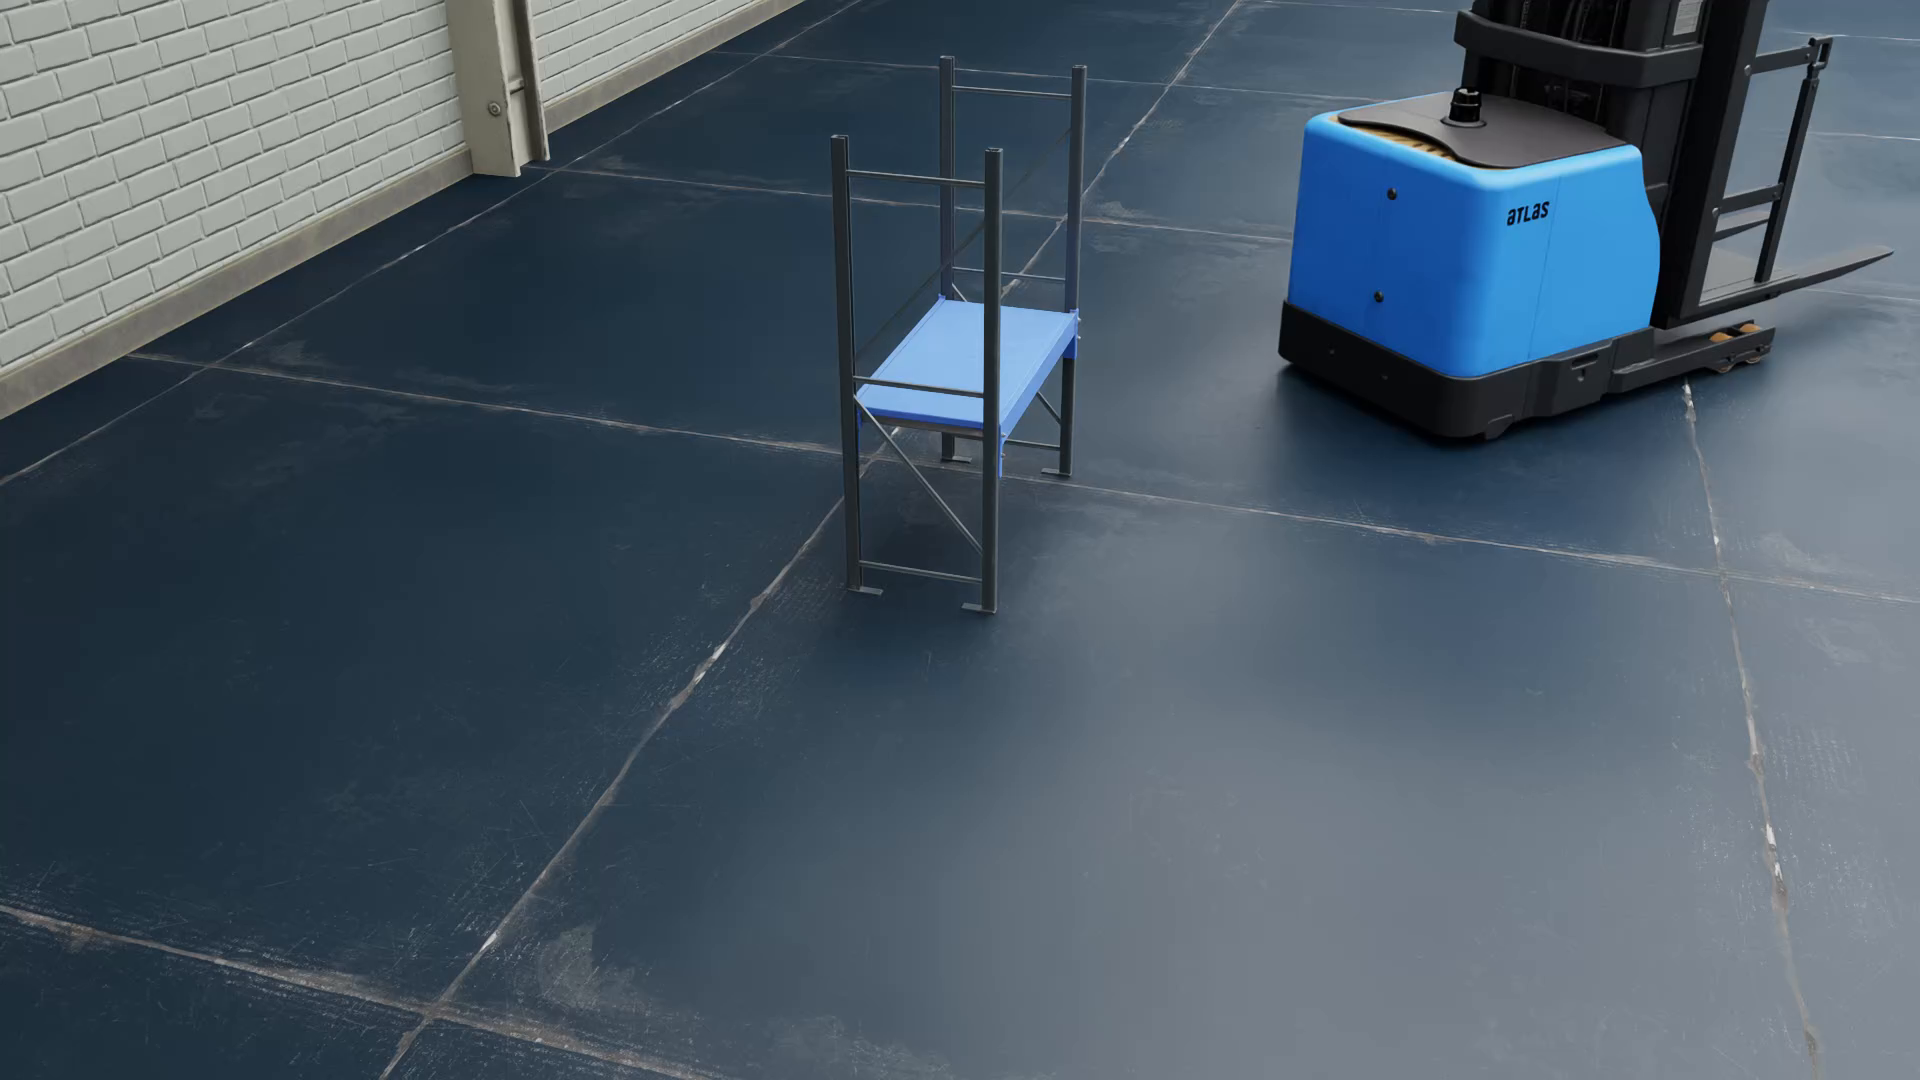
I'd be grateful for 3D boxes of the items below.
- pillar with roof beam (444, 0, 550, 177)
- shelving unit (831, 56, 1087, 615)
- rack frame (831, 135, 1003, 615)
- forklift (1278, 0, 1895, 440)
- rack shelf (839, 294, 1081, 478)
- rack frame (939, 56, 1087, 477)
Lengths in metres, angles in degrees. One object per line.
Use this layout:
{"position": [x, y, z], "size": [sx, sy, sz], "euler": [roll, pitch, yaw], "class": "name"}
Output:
{"position": [1.501, -5.496, 6.373], "size": [9.100, 9.000, 0.400], "euler": [8, 30, 15], "class": "pillar with roof beam"}
{"position": [0.025, -0.695, 5.457], "size": [0.538, 1.500, 1.048], "euler": [8, 30, 15], "class": "shelving unit"}
{"position": [-0.124, -0.459, 5.032], "size": [0.500, 1.500, 0.032], "euler": [8, 30, 15], "class": "rack frame"}
{"position": [2.870, -2.187, 6.666], "size": [3.031, 2.935, 1.130], "euler": [-17, 33, -27], "class": "forklift"}
{"position": [0.025, -0.538, 5.544], "size": [0.538, 0.185, 1.000], "euler": [8, 30, 15], "class": "rack shelf"}
{"position": [0.174, -0.931, 5.881], "size": [0.500, 1.500, 0.032], "euler": [8, 30, 15], "class": "rack frame"}
